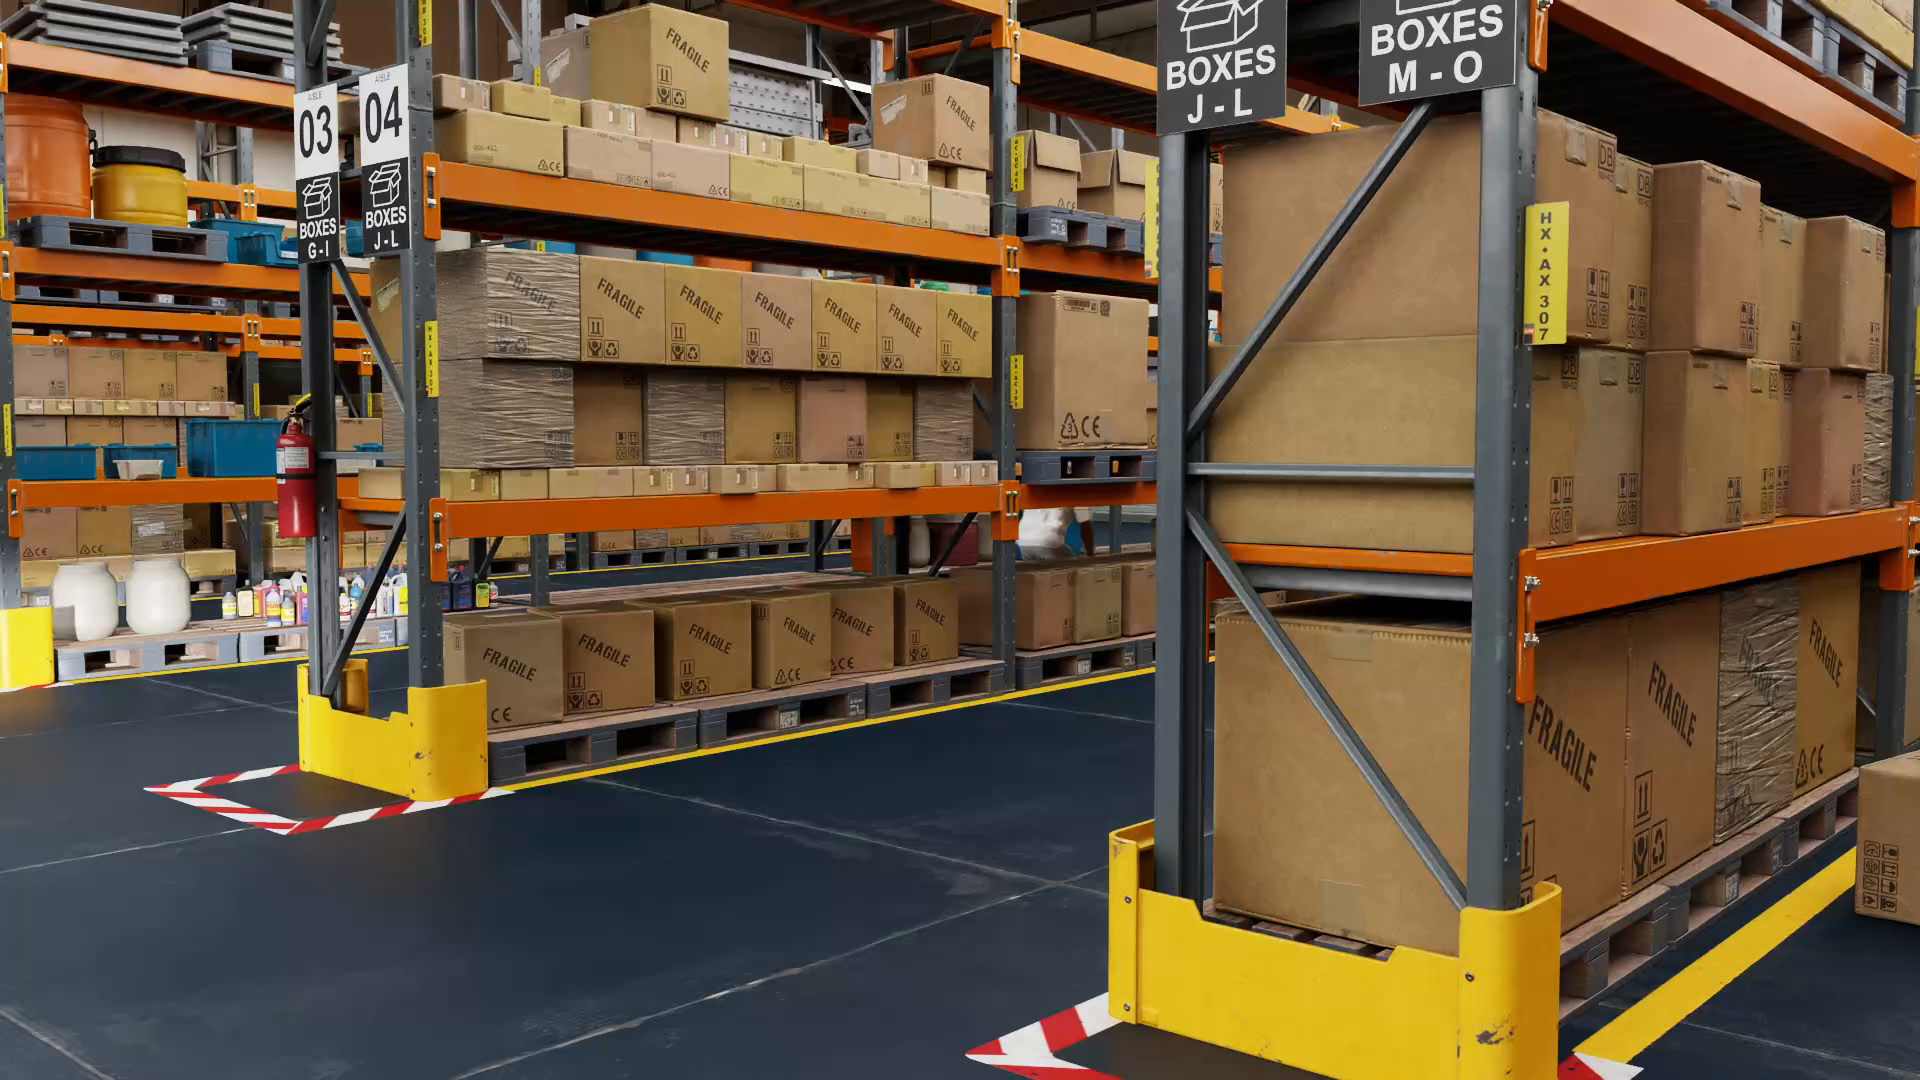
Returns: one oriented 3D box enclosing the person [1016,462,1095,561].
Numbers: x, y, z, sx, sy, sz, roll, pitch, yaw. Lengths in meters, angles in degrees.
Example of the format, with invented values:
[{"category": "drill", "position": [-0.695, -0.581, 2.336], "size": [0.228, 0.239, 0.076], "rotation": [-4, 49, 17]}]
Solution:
[{"category": "person", "position": [0.762, 0.051, 13.669], "size": [0.632, 1.405, 0.762], "rotation": [3, 5, 41]}]
